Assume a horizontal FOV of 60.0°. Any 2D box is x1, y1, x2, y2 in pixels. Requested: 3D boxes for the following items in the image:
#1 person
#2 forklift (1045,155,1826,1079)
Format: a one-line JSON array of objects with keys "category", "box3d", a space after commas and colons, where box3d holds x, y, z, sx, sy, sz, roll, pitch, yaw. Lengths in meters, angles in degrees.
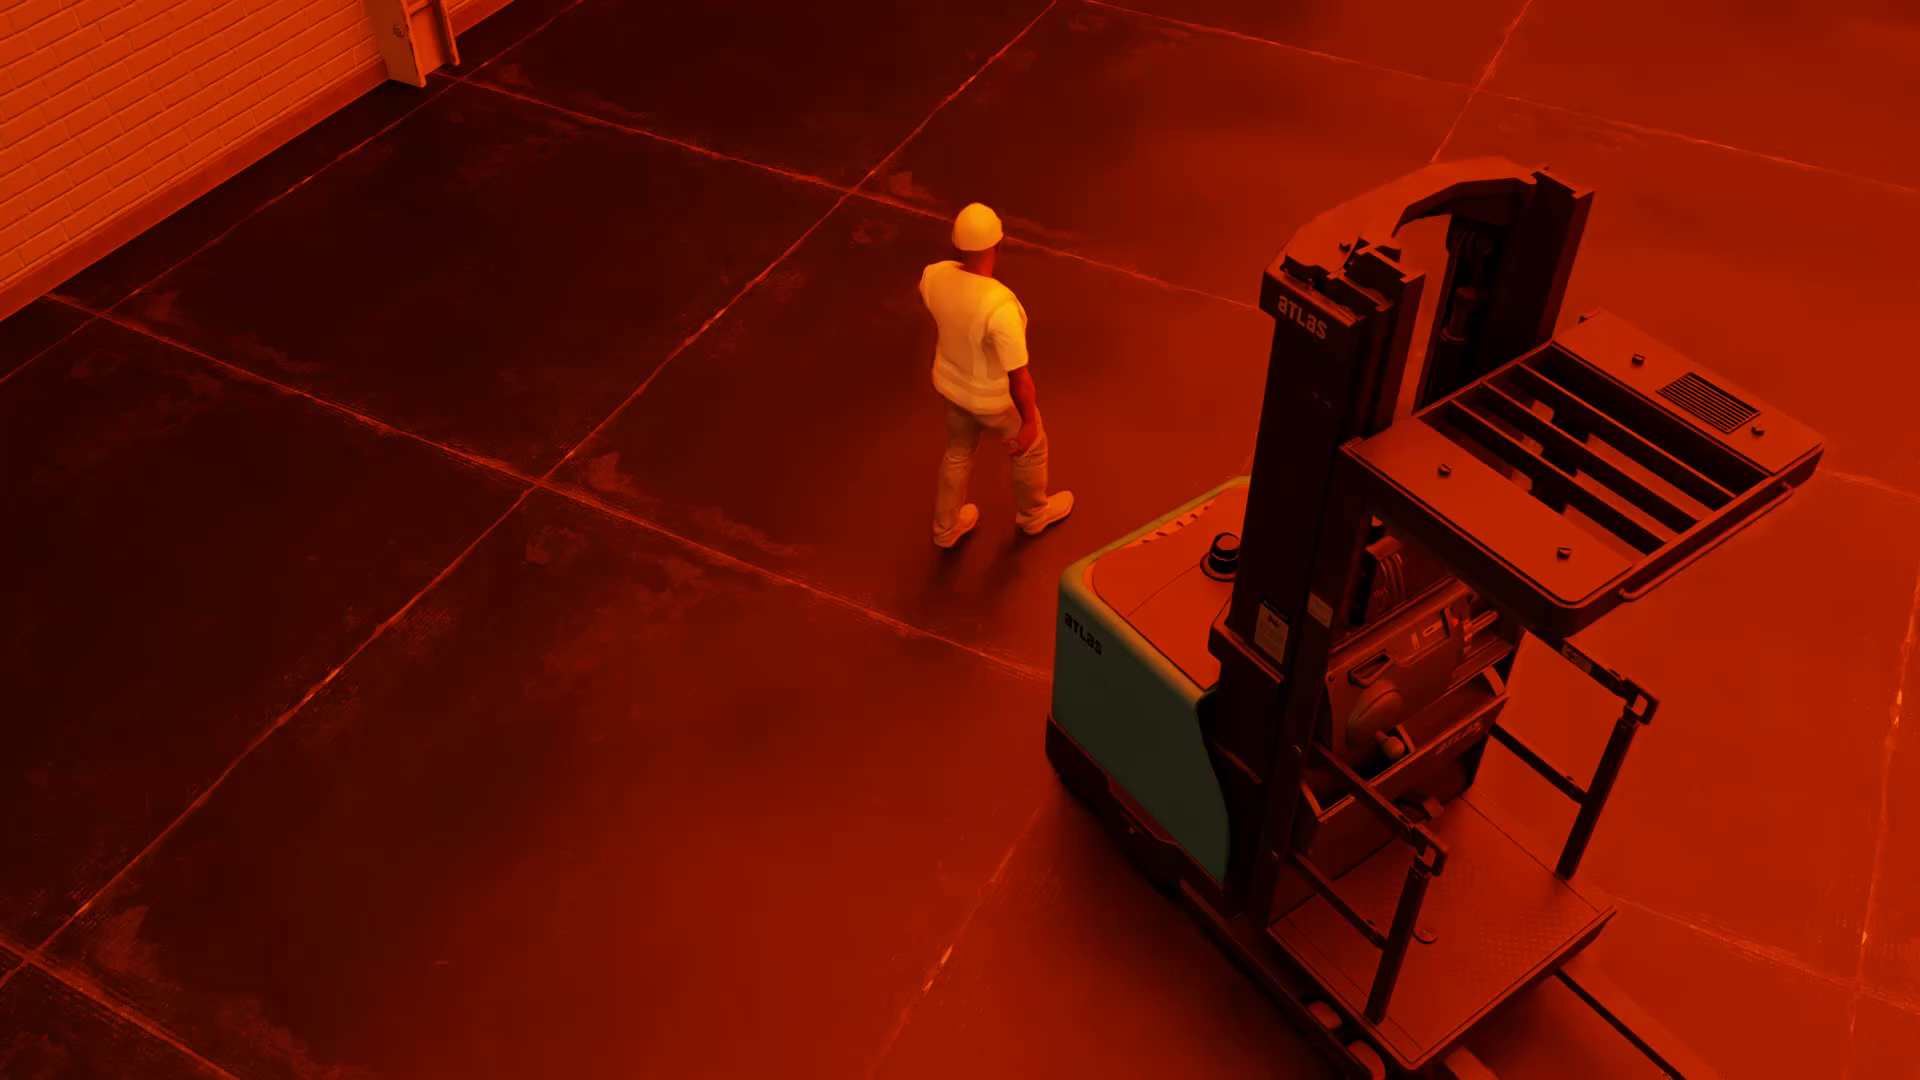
[{"category": "person", "box3d": [0.163, -0.721, 7.301, 0.705, 1.742, 0.672, 33, 52, 30]}, {"category": "forklift", "box3d": [1.625, 0.448, 5.178, 1.130, 2.935, 3.031, -27, 49, -26]}]
